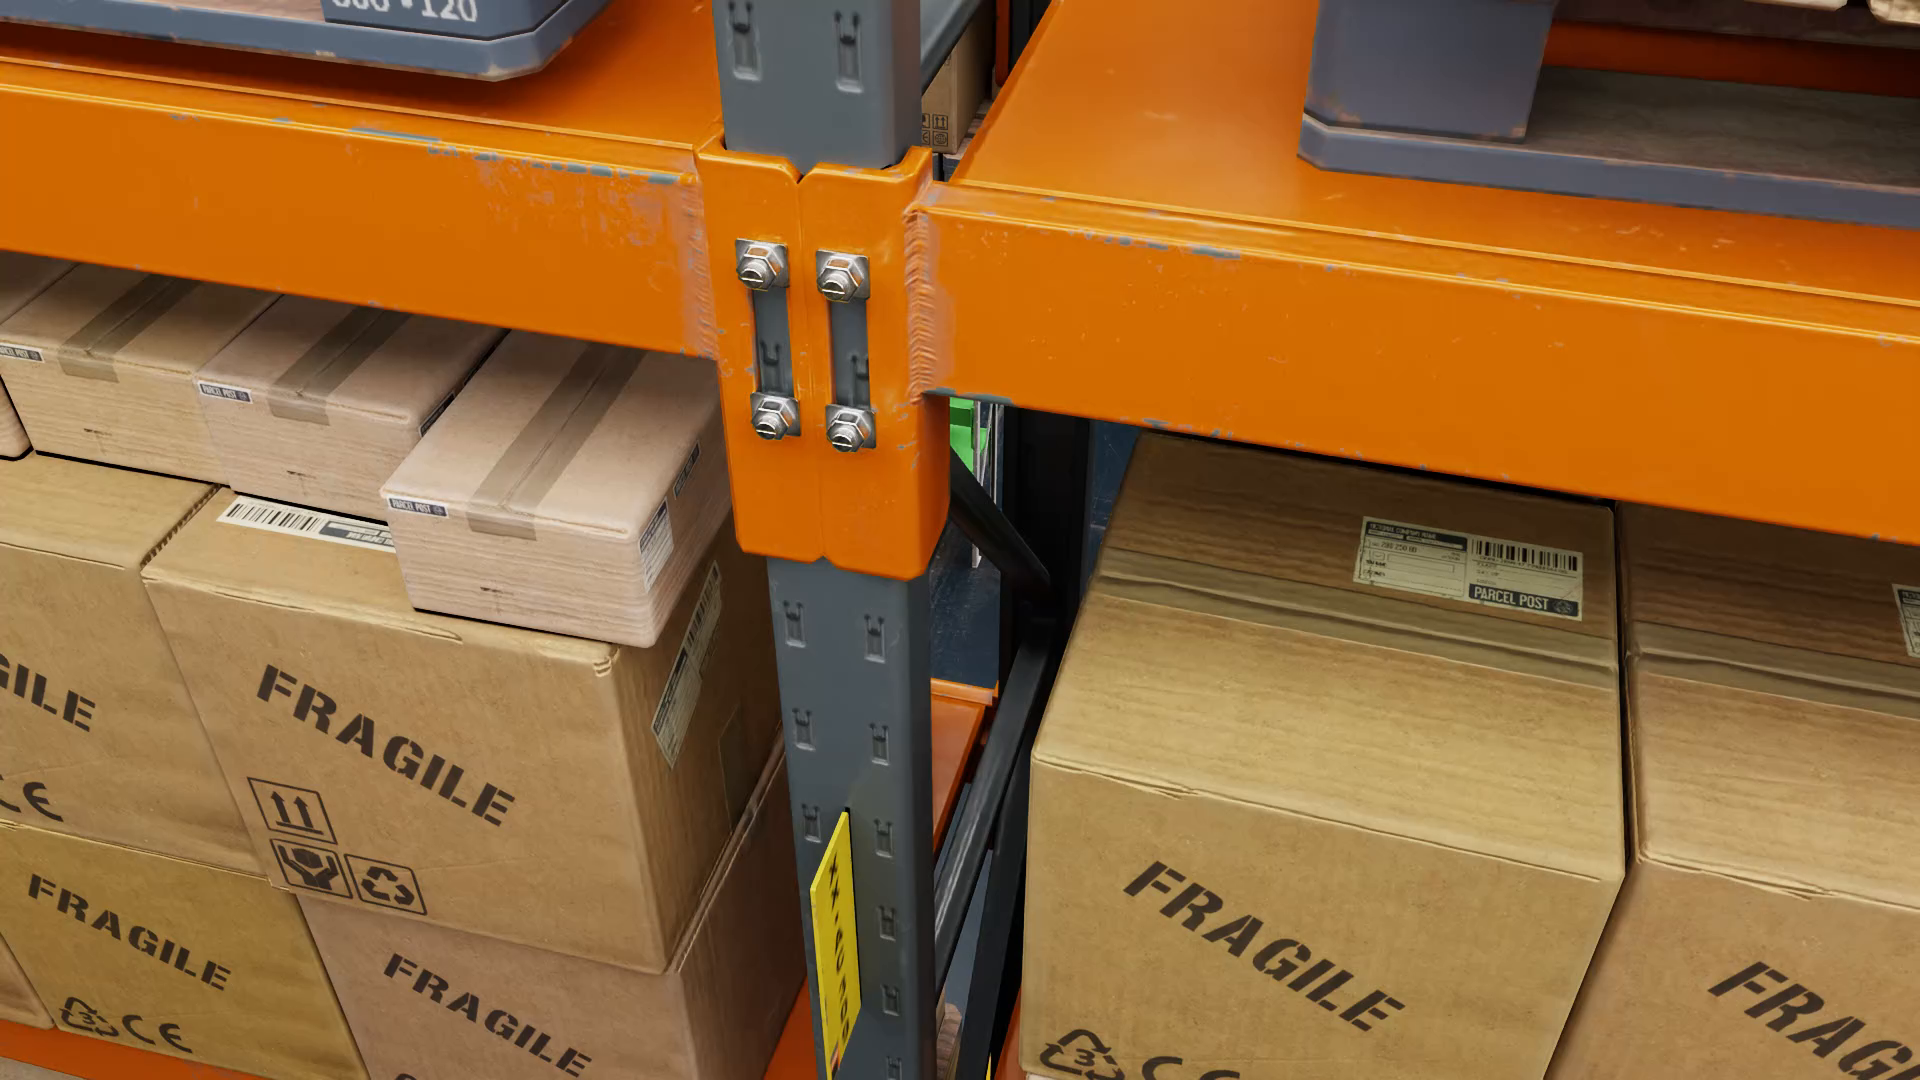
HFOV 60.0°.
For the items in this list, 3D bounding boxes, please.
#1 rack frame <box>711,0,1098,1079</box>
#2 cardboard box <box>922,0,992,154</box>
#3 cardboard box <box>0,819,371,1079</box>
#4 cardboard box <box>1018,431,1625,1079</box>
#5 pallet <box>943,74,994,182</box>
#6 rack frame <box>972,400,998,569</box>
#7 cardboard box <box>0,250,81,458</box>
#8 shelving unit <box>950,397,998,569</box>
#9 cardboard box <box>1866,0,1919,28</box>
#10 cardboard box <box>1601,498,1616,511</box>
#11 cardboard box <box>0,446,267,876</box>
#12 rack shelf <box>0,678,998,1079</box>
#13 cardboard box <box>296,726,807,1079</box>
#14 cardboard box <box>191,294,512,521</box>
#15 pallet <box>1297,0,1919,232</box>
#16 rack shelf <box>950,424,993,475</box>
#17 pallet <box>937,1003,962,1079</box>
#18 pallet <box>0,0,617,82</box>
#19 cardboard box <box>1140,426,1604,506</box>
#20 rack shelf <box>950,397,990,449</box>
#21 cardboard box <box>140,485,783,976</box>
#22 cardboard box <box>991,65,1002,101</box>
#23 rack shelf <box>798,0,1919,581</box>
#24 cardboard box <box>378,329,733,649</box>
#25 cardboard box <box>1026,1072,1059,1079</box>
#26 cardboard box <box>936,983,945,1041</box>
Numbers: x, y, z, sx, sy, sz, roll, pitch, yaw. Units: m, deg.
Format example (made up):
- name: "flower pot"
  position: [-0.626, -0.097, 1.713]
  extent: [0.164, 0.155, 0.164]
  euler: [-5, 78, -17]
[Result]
- name: "rack frame"
  position: [0.019, 0.433, 2.402]
  extent: [0.053, 2.616, 0.949]
  euler: [10, 41, 11]
- name: "cardboard box"
  position: [-0.182, -2.018, 6.938]
  extent: [0.500, 0.500, 0.700]
  euler: [8, 41, 10]
- name: "cardboard box"
  position: [-0.995, 0.396, 2.368]
  extent: [0.500, 0.500, 0.500]
  euler: [9, 41, 10]
- name: "cardboard box"
  position: [0.369, 0.266, 1.746]
  extent: [0.500, 0.500, 0.500]
  euler: [10, 41, 12]
- name: "pallet"
  position: [0.634, -1.696, 7.106]
  extent: [1.213, 0.211, 1.003]
  euler: [10, 41, 11]
- name: "rack frame"
  position: [0.076, -0.446, 4.849]
  extent: [0.015, 1.200, 0.240]
  euler: [10, 41, 11]
- name: "cardboard box"
  position: [-1.076, -0.278, 1.889]
  extent: [0.250, 0.149, 0.380]
  euler: [9, 41, 11]
- name: "shelving unit"
  position: [-0.160, -0.487, 4.897]
  extent: [0.503, 1.200, 0.258]
  euler: [10, 41, 11]
- name: "cardboard box"
  position: [0.794, -0.586, 0.879]
  extent: [0.500, 0.500, 0.500]
  euler: [9, 41, 11]
- name: "cardboard box"
  position: [1.016, 0.014, 2.046]
  extent: [0.500, 0.500, 0.500]
  euler: [11, 41, 12]
- name: "cardboard box"
  position: [-0.997, 0.018, 2.041]
  extent: [0.500, 0.500, 0.500]
  euler: [9, 41, 11]
- name: "rack shelf"
  position: [-1.914, 0.378, 3.027]
  extent: [4.000, 0.370, 1.077]
  euler: [10, 41, 11]
- name: "cardboard box"
  position: [-0.496, 0.478, 2.270]
  extent: [0.500, 0.500, 0.500]
  euler: [10, 41, 12]
- name: "cardboard box"
  position: [-0.589, -0.199, 1.795]
  extent: [0.250, 0.149, 0.380]
  euler: [11, 41, 12]
- name: "pallet"
  position: [0.916, -0.519, 1.351]
  extent: [1.217, 0.209, 0.805]
  euler: [8, 41, 10]
- name: "rack shelf"
  position: [-0.160, -0.254, 5.092]
  extent: [0.480, 0.148, 0.258]
  euler: [10, 41, 11]
- name: "pallet"
  position: [-0.696, 1.328, 3.505]
  extent: [1.213, 0.211, 1.003]
  euler: [10, 41, 11]
- name: "pallet"
  position: [-0.770, -0.822, 1.633]
  extent: [1.213, 0.211, 1.003]
  euler: [10, 41, 11]
- name: "cardboard box"
  position: [0.514, -0.068, 2.143]
  extent: [0.500, 0.500, 0.500]
  euler: [11, 41, 13]
- name: "rack shelf"
  position: [-0.160, -0.438, 4.938]
  extent: [0.480, 0.148, 0.258]
  euler: [10, 41, 11]
- name: "cardboard box"
  position: [-0.509, 0.107, 1.935]
  extent: [0.500, 0.500, 0.500]
  euler: [9, 41, 11]
- name: "cardboard box"
  position: [0.301, -2.047, 7.245]
  extent: [0.250, 0.149, 0.380]
  euler: [9, 41, 11]
- name: "rack shelf"
  position: [1.950, -0.106, 1.270]
  extent: [4.000, 0.370, 1.077]
  euler: [10, 41, 11]
- name: "cardboard box"
  position: [4.248, -0.270, 3.668]
  extent: [8.416, 2.449, 5.789]
  euler: [9, 41, 11]
- name: "cardboard box"
  position: [0.370, 0.549, 1.991]
  extent: [0.500, 0.250, 0.500]
  euler: [9, 41, 10]
- name: "cardboard box"
  position: [-0.561, 1.084, 3.292]
  extent: [0.875, 0.438, 0.875]
  euler: [9, 41, 11]
